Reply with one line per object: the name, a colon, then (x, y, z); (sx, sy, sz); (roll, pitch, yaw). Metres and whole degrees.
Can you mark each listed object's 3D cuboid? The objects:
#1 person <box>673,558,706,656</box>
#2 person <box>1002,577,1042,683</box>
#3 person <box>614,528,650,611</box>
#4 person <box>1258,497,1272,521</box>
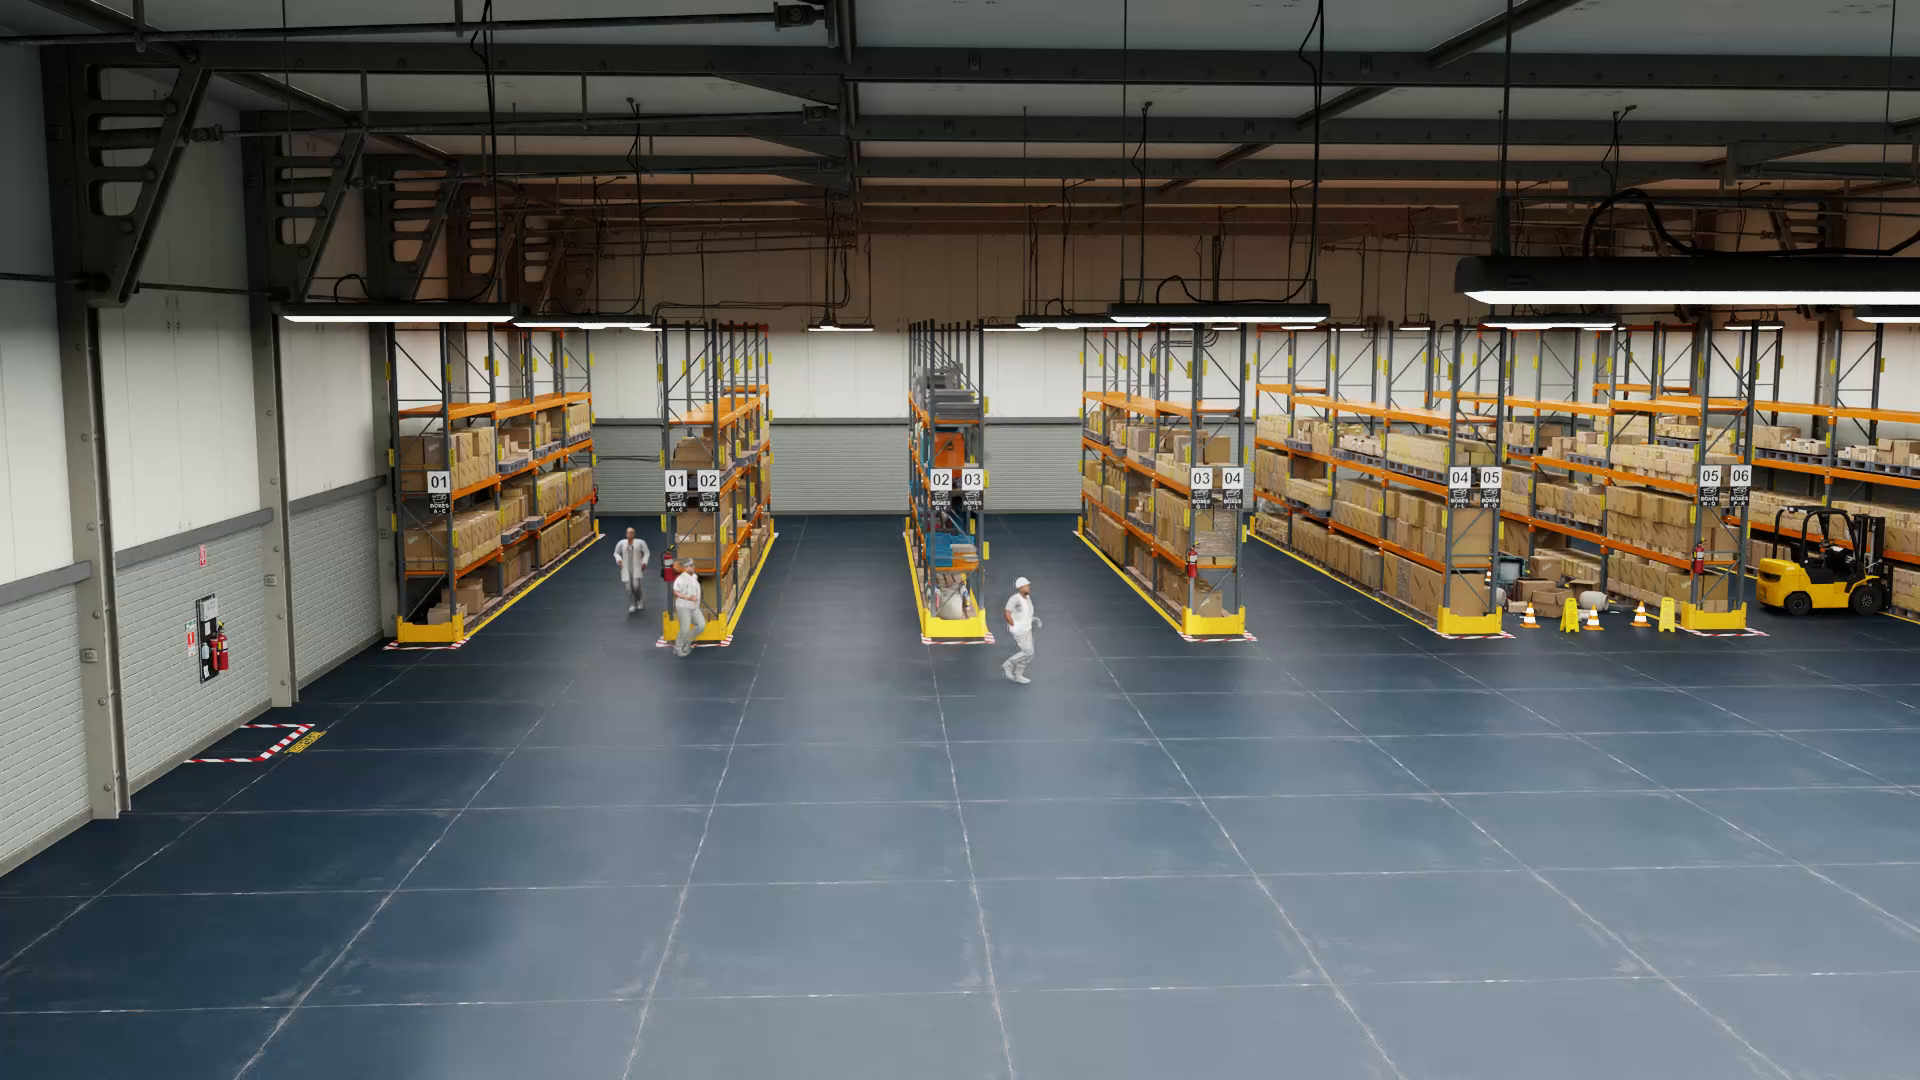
person: (-4.805, 1.196, 29.706); (0.594, 1.758, 0.666); (5, 8, 33)
person: (1.030, 1.482, 27.390); (0.559, 1.746, 0.695); (3, 8, 22)
person: (-6.800, 0.617, 34.368); (0.716, 1.744, 0.618); (0, 7, -2)
person: (9.053, -1.231, 49.099); (0.881, 1.797, 0.688); (-2, 7, -12)
